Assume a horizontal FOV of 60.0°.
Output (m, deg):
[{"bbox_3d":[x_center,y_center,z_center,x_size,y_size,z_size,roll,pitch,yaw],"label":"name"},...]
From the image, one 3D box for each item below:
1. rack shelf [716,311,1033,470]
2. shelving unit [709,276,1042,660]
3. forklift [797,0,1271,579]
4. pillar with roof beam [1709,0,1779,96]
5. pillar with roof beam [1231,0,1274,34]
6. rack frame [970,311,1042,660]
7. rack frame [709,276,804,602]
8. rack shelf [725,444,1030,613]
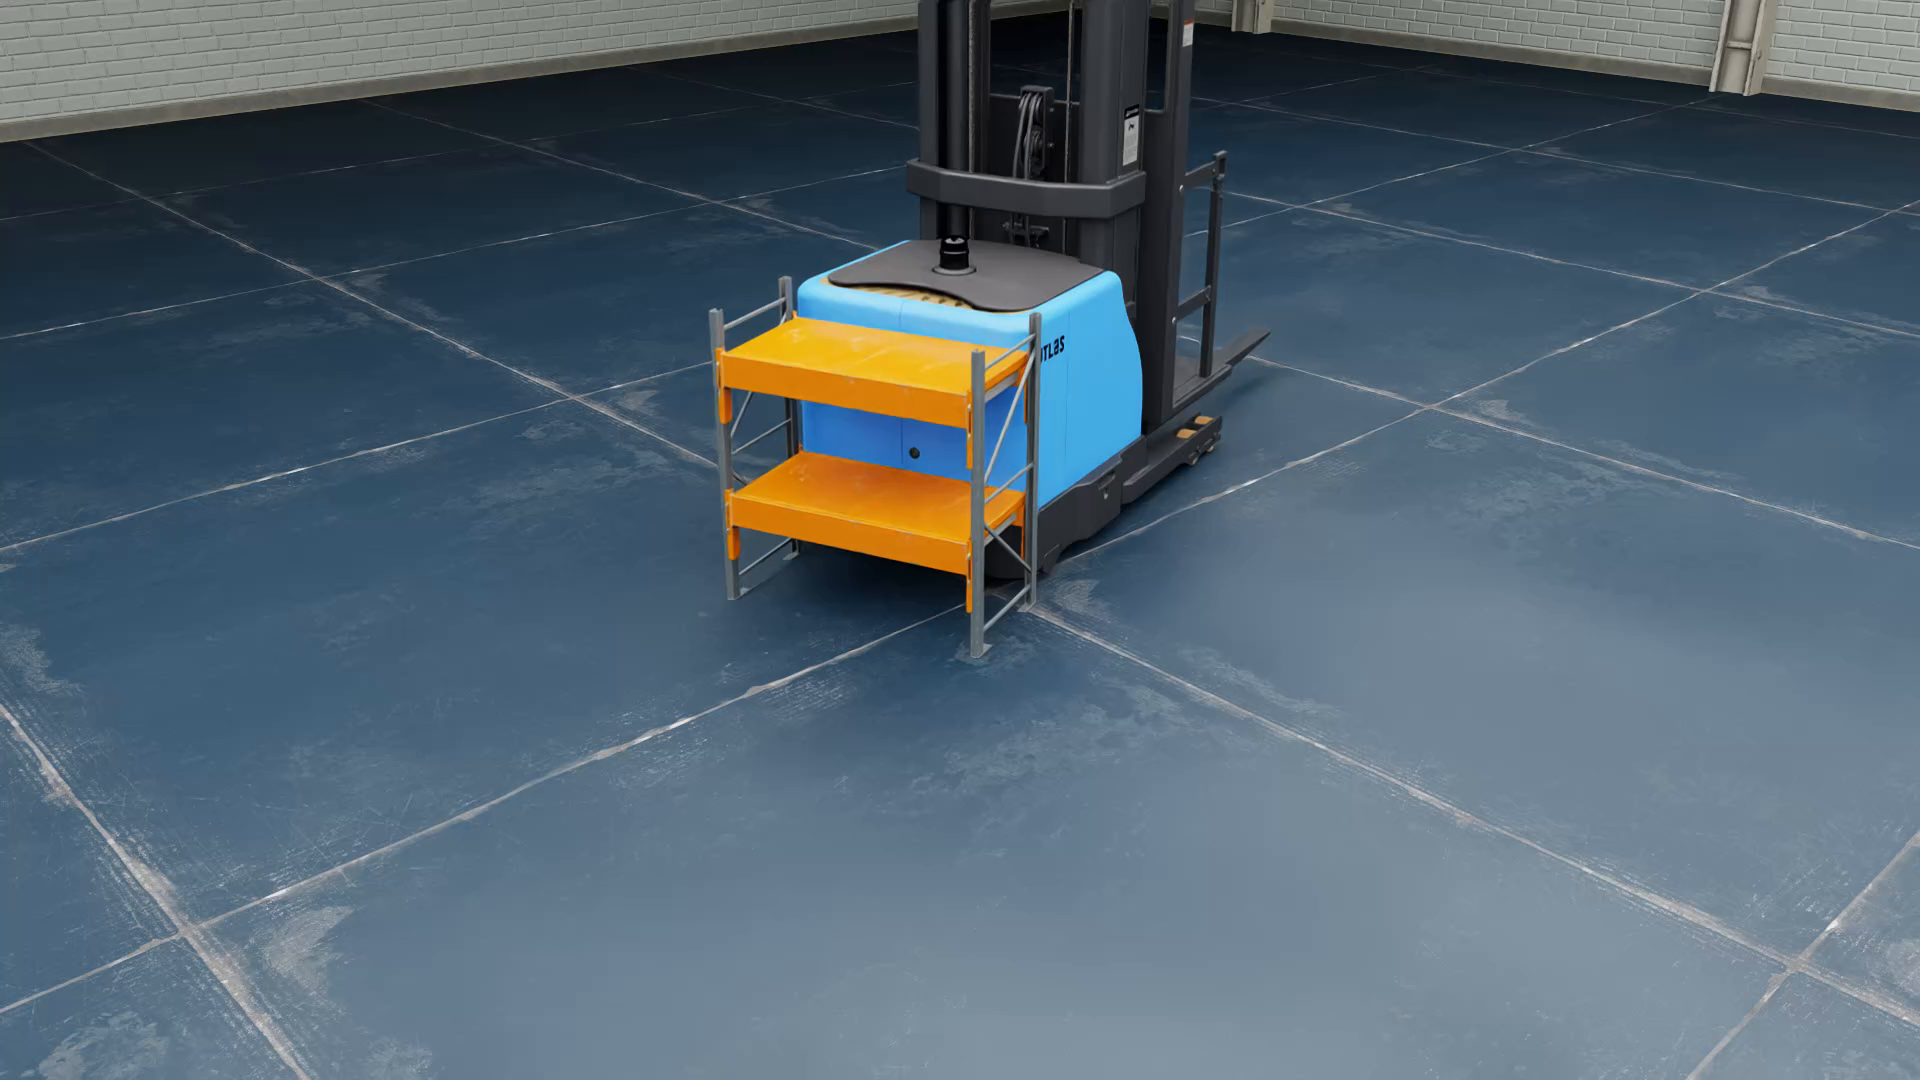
[{"bbox_3d":[-0.295,-0.548,5.890,1.000,0.278,0.538,12,27,24],"label":"rack shelf"},{"bbox_3d":[-0.295,-0.281,6.012,1.048,1.125,0.538,12,27,24],"label":"shelving unit"},{"bbox_3d":[0.548,-1.756,7.068,1.130,2.935,3.031,14,28,28],"label":"forklift"},{"bbox_3d":[4.548,-7.323,11.959,9.100,9.000,0.400,-21,32,-38],"label":"pillar with roof beam"},{"bbox_3d":[0.447,-9.140,15.944,9.100,9.000,0.400,-21,32,-38],"label":"pillar with roof beam"},{"bbox_3d":[0.160,-0.188,5.806,0.032,1.125,0.500,12,27,24],"label":"rack frame"},{"bbox_3d":[-0.751,-0.375,6.217,0.032,1.125,0.500,12,27,24],"label":"rack frame"},{"bbox_3d":[-0.295,-0.059,6.113,1.000,0.278,0.538,12,27,24],"label":"rack shelf"}]
